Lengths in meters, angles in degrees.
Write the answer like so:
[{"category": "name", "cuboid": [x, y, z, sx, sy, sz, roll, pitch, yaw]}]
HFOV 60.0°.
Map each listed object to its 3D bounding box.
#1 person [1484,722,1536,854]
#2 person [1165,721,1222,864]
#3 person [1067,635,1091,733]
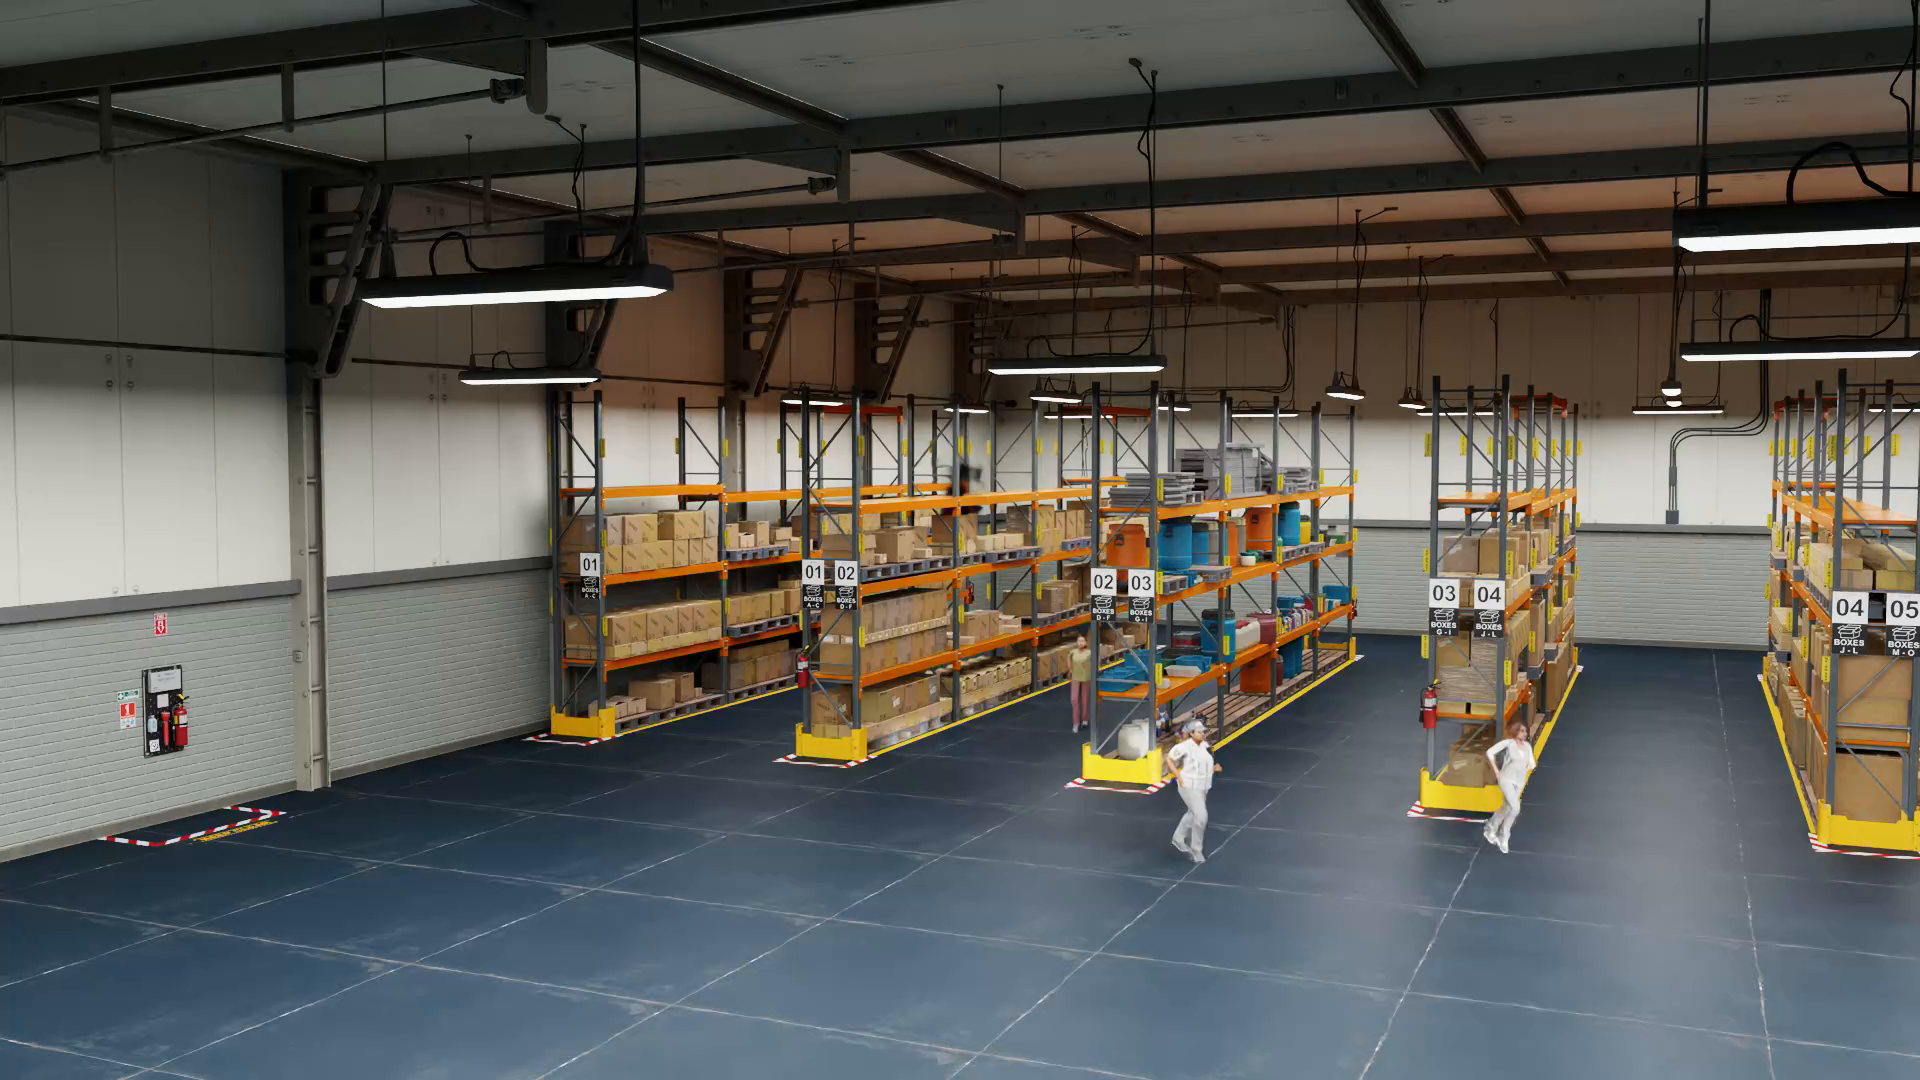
[{"category": "person", "cuboid": [6.865, 3.062, 20.790, 0.569, 1.592, 0.665, -1, 3, -23]}, {"category": "person", "cuboid": [2.861, 3.064, 20.276, 0.584, 1.728, 0.738, -3, 4, -44]}, {"category": "person", "cuboid": [2.155, 2.537, 29.526, 0.561, 1.726, 0.688, 1, 3, 13]}]
